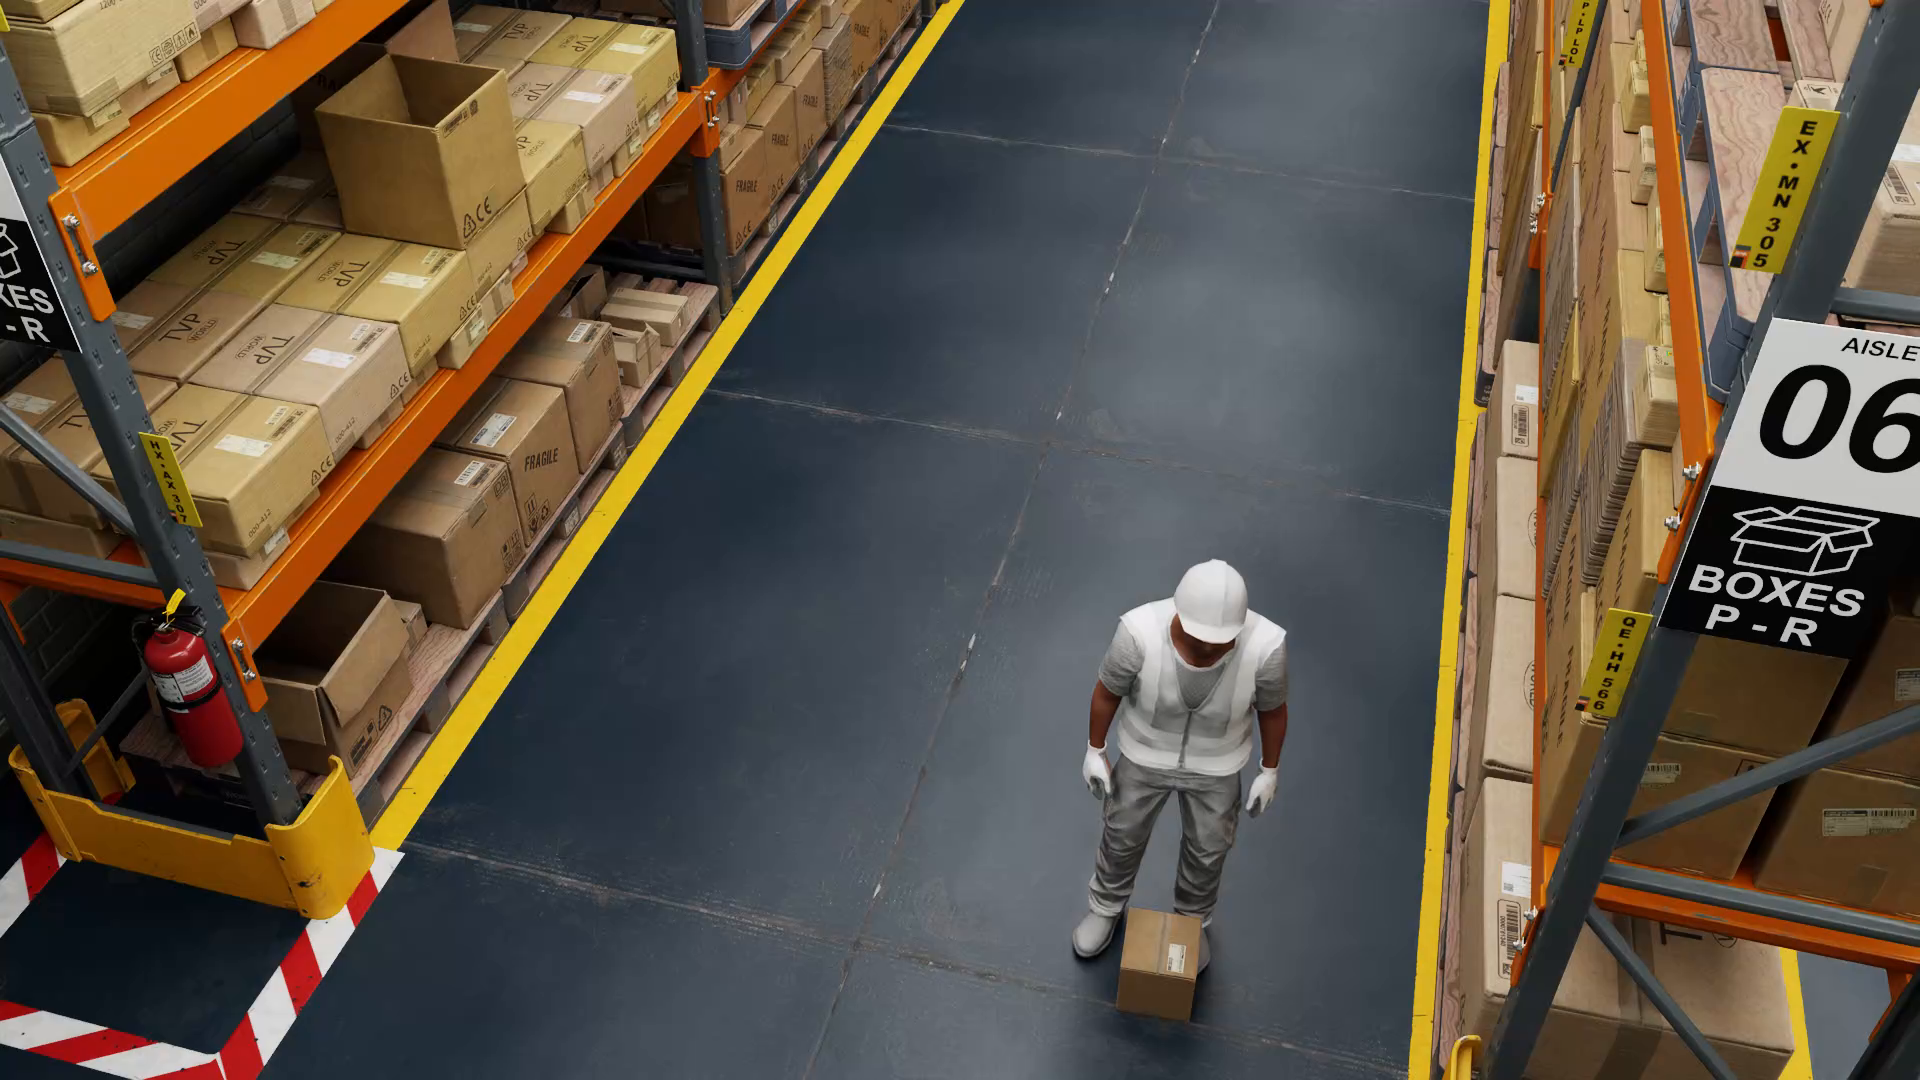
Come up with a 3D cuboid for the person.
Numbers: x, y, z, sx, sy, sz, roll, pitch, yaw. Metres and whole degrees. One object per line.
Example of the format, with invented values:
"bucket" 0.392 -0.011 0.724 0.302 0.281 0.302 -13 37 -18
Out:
"person" 0.708 0.714 5.318 0.627 1.774 0.450 6 41 7
